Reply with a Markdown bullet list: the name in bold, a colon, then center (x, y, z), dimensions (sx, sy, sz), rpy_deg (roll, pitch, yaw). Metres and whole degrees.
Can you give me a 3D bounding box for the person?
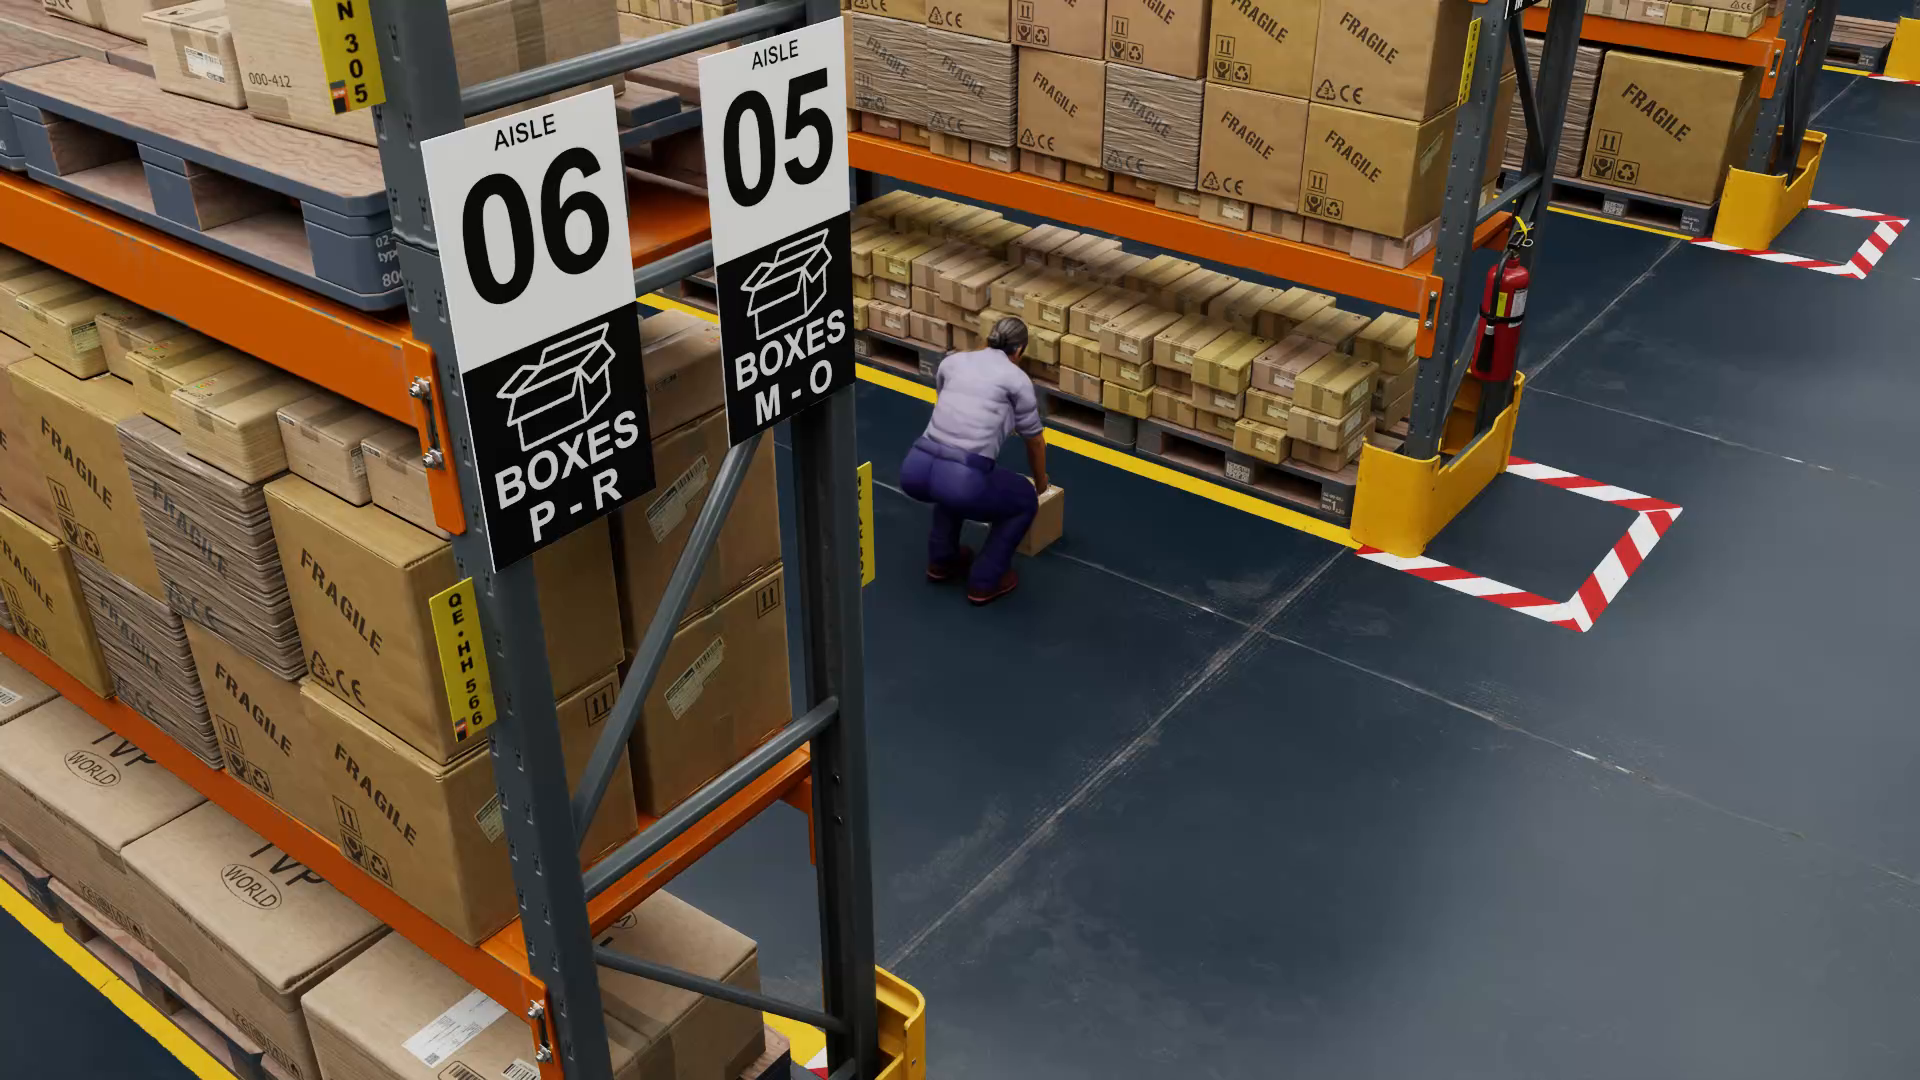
- **person**: center (0.052, -0.337, 7.204), dimensions (0.539, 1.141, 0.762), rpy_deg (21, 37, 31)
